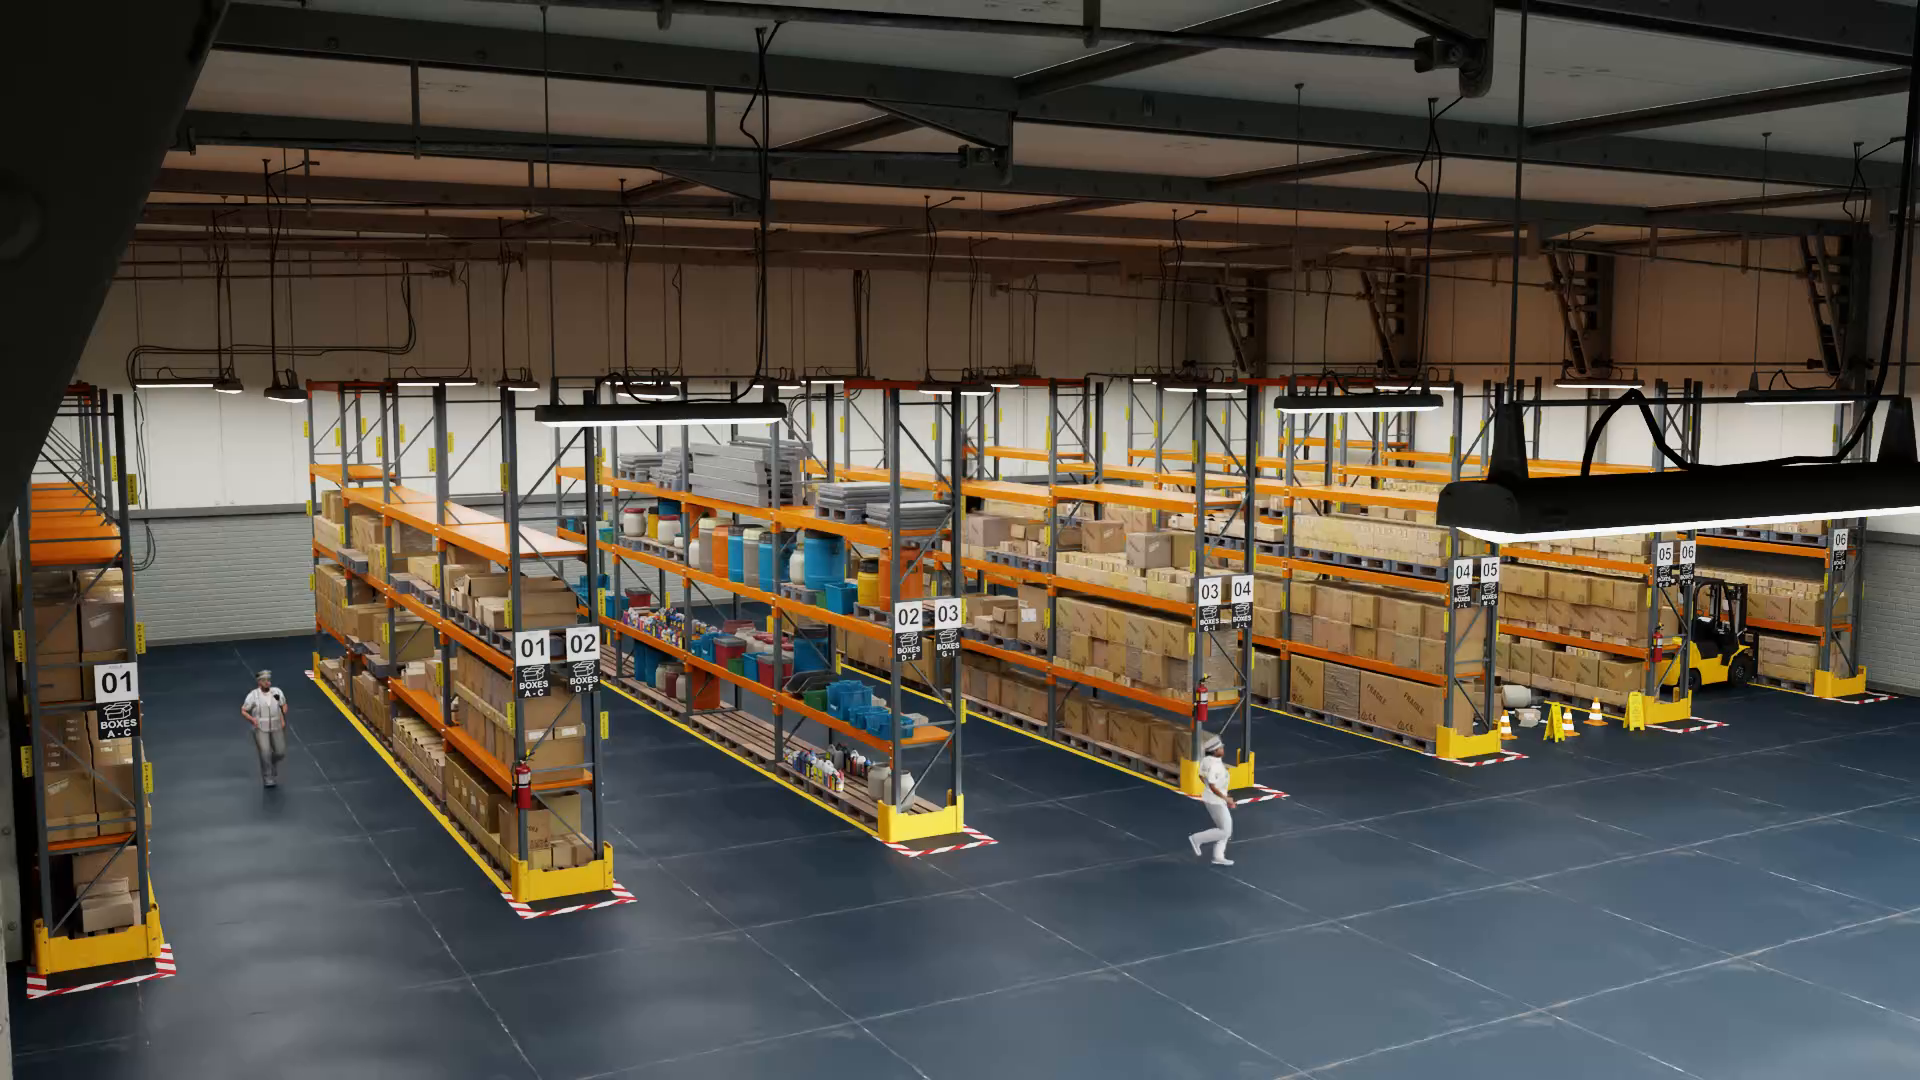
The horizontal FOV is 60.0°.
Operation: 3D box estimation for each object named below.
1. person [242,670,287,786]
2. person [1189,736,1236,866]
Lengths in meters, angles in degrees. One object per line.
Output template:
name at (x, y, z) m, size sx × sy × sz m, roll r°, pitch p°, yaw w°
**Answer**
person at (-10.430, 2.809, 25.016) m, size 0.661 × 1.731 × 0.628 m, roll -5°, pitch 8°, yaw -37°
person at (3.167, 3.289, 20.955) m, size 0.611 × 1.665 × 0.575 m, roll -1°, pitch 6°, yaw -6°
